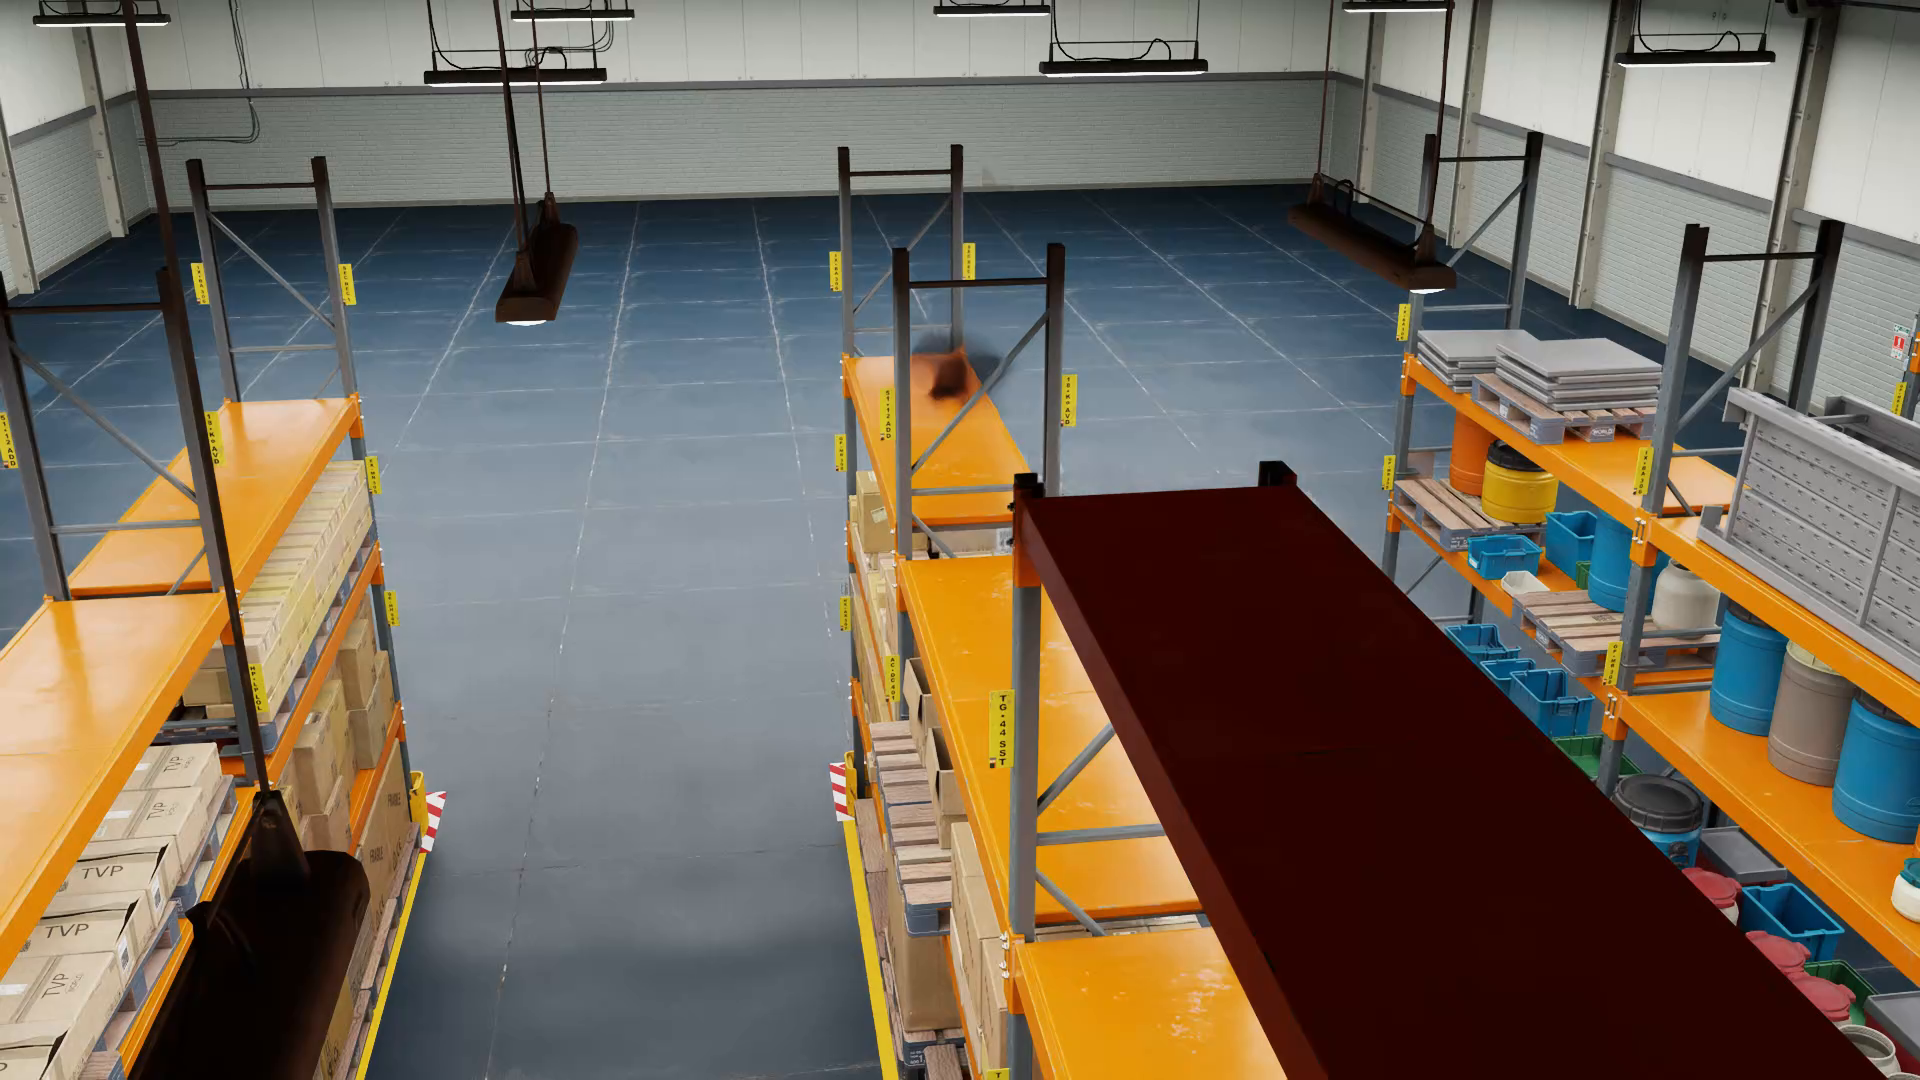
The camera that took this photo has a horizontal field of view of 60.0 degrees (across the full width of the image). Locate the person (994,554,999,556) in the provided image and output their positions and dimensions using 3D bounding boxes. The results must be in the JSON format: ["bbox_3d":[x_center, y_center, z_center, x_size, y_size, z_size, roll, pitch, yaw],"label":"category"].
[{"bbox_3d":[0.357,-0.188,19.682,0.828,1.777,0.652,11,24,25],"label":"person"}]

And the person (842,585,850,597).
[{"bbox_3d":[-0.885,0.811,16.885,0.792,1.744,0.536,15,26,33],"label":"person"}]
